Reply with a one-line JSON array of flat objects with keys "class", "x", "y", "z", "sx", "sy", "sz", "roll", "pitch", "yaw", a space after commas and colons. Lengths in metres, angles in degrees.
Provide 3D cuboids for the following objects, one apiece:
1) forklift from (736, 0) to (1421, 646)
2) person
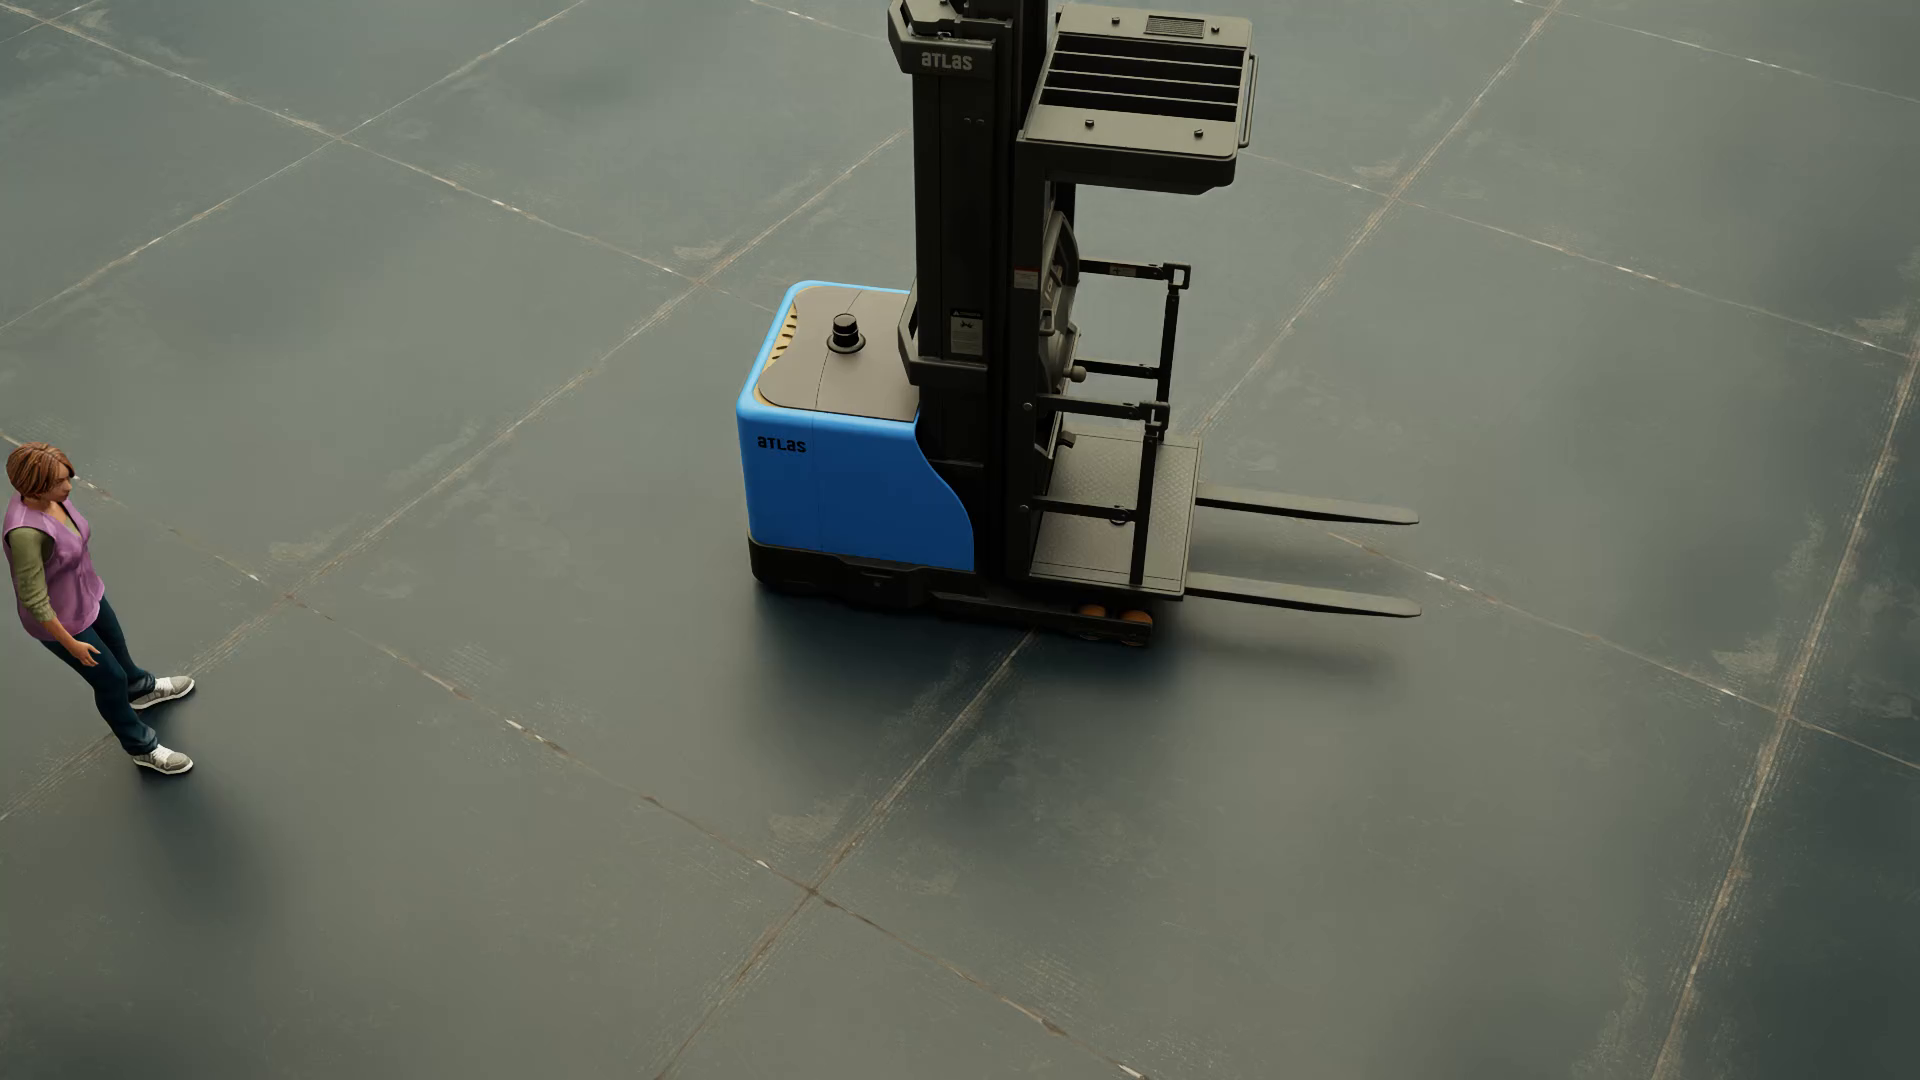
[{"class": "forklift", "x": 0.598, "y": -0.987, "z": 6.890, "sx": 3.031, "sy": 2.935, "sz": 1.130, "roll": 7, "pitch": 44, "yaw": 8}, {"class": "person", "x": -3.451, "y": 0.259, "z": 6.550, "sx": 0.396, "sy": 1.599, "sz": 0.576, "roll": -9, "pitch": 44, "yaw": -9}]
